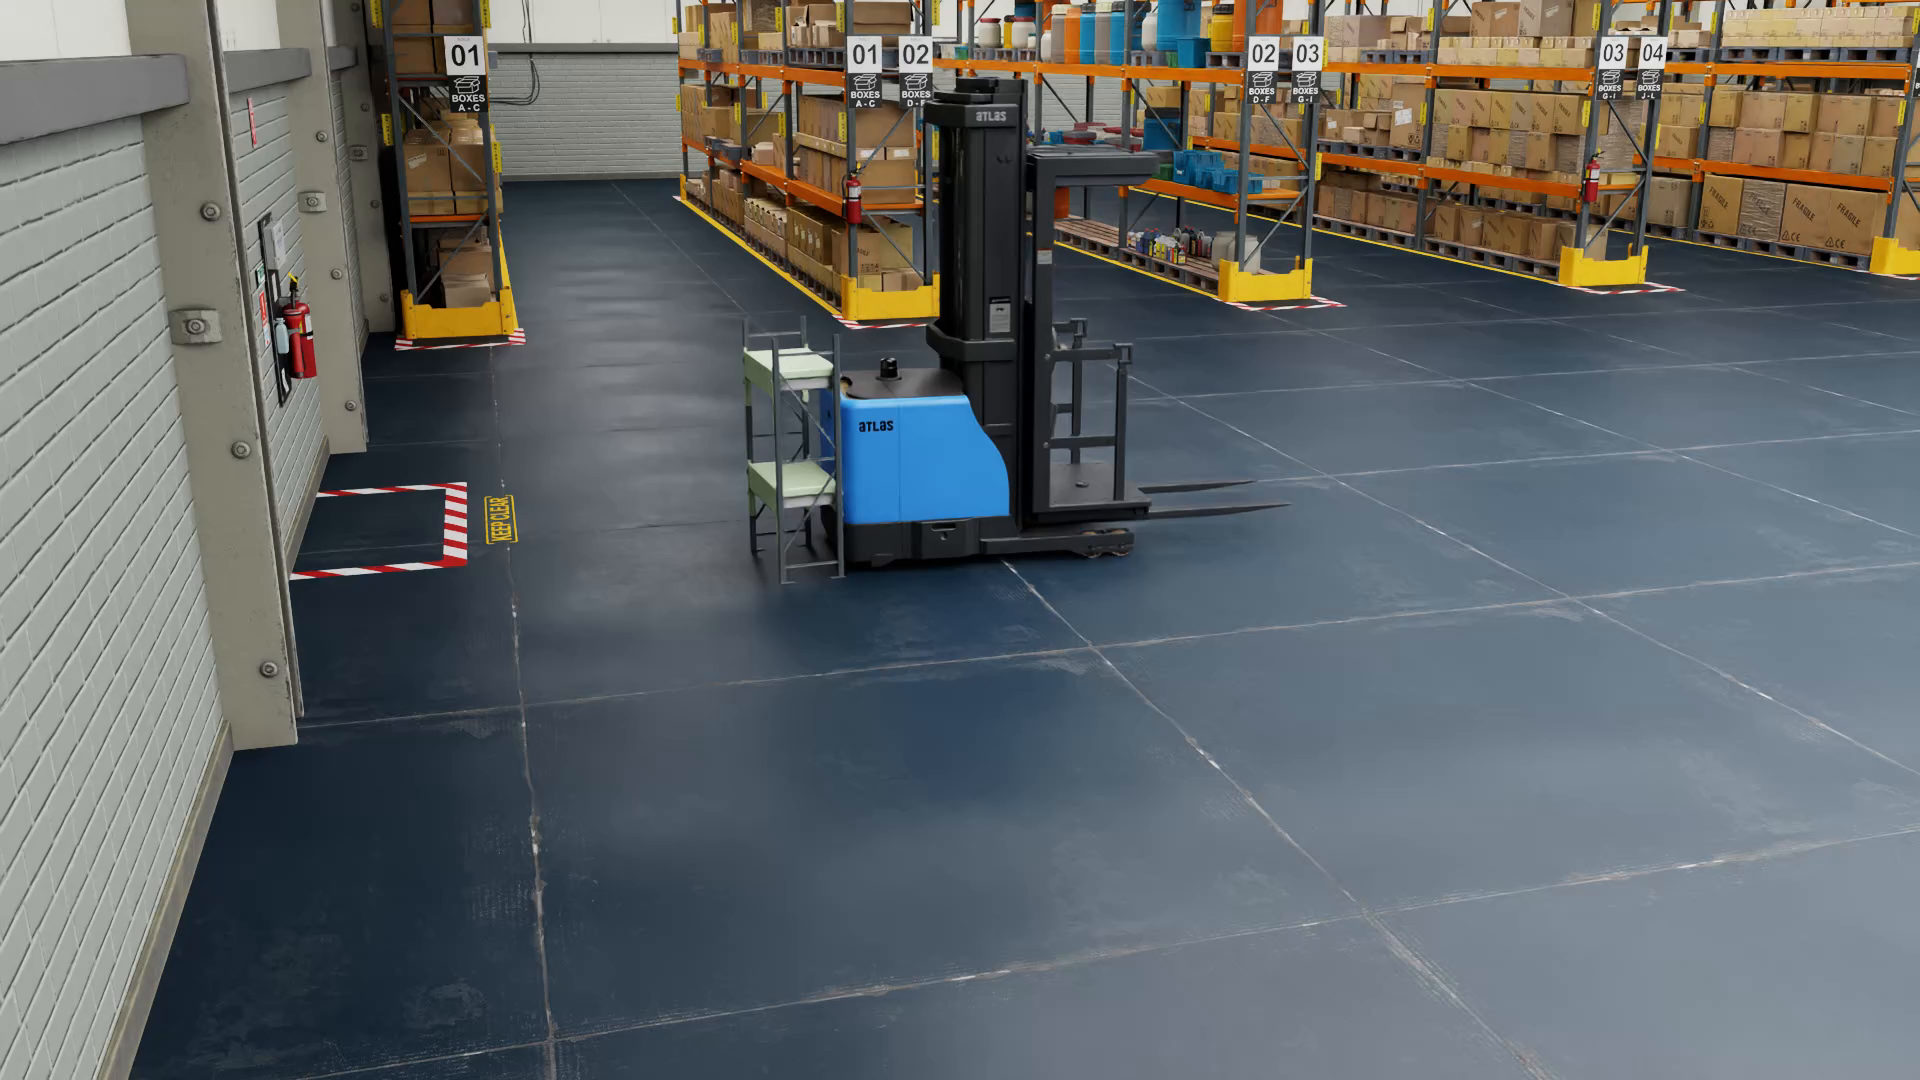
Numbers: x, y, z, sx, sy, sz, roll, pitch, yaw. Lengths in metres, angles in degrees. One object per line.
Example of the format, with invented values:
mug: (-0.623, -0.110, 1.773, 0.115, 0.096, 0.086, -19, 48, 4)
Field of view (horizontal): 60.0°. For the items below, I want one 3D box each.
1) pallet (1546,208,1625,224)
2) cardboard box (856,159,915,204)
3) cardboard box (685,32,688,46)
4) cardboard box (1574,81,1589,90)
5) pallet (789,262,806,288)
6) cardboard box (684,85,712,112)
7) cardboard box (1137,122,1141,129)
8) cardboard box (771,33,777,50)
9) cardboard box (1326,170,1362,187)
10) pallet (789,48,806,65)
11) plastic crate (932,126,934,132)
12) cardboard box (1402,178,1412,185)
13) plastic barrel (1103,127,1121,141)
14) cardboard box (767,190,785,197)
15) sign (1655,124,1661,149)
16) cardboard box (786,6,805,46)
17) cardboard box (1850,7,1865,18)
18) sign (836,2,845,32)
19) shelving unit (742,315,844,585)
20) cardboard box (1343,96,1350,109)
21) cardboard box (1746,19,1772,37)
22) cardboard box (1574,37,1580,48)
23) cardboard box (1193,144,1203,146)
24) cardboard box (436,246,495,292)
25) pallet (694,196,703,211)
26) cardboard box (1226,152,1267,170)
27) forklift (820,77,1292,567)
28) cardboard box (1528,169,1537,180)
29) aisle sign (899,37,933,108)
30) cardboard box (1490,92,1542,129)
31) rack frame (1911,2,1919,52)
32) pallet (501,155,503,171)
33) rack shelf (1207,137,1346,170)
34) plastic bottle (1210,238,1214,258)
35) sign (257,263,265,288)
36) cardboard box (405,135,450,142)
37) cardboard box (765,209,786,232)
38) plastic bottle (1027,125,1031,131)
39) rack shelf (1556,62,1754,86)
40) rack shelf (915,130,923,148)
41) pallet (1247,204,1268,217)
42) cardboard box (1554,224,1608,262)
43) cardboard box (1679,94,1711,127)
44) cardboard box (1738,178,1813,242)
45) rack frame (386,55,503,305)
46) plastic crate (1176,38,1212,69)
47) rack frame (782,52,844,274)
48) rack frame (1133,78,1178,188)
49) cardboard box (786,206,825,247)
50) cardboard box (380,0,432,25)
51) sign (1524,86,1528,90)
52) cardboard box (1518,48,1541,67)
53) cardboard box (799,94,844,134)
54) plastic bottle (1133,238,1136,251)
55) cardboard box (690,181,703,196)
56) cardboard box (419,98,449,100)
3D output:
pallet: (11.451, -5.912, 30.266, 1.003, 0.211, 1.213, -5, 17, -15)
cardboard box: (-0.933, -4.290, 19.846, 0.700, 0.500, 0.500, -5, 17, -15)
cardboard box: (-5.049, -9.703, 32.217, 0.500, 0.250, 0.500, -5, 17, -15)
cardboard box: (14.134, -10.053, 37.293, 0.500, 0.500, 0.500, -5, 17, -15)
pallet: (-1.738, -3.660, 22.769, 1.003, 0.211, 1.213, -5, 17, -15)
cardboard box: (-5.195, -8.777, 33.045, 0.500, 0.500, 0.500, -5, 17, -15)
cardboard box: (4.092, -9.075, 36.387, 0.380, 0.149, 0.250, -4, 17, -15)
cardboard box: (-2.529, -7.467, 24.913, 0.500, 0.250, 0.500, -5, 17, -16)
cardboard box: (6.723, -6.297, 28.978, 0.500, 0.250, 0.500, -4, 17, -13)
pallet: (-1.657, -6.379, 21.914, 1.003, 0.211, 1.213, -5, 17, -15)
plastic crate: (-0.504, -8.454, 34.235, 0.250, 0.136, 0.298, -5, 17, -15)
cardboard box: (9.647, -7.642, 35.403, 0.380, 0.149, 0.250, -5, 18, -17)
plastic barrel: (2.474, -6.279, 26.404, 0.433, 0.535, 0.433, 0, 17, 0)
cardboard box: (-3.015, -5.631, 28.066, 0.500, 0.500, 0.500, -5, 18, -17)
sign: (9.230, -5.352, 22.050, 0.100, 0.325, 0.005, -5, 17, -15)
cardboard box: (-2.032, -6.811, 22.051, 0.500, 0.500, 0.500, -3, 17, -11)
cardboard box: (12.876, -7.484, 23.584, 0.380, 0.149, 0.250, -4, 17, -14)
sign: (-1.343, -5.896, 18.750, 0.100, 0.325, 0.005, -5, 17, -15)
shelving unit: (-1.029, -0.568, 10.236, 0.431, 1.500, 0.755, -6, 18, -20)
cardboard box: (8.966, -9.728, 37.434, 0.500, 0.500, 0.500, -4, 17, -13)
cardboard box: (12.411, -7.824, 25.411, 0.500, 0.250, 0.500, -5, 17, -16)
cardboard box: (8.374, -6.583, 22.008, 0.380, 0.149, 0.250, -5, 18, -17)
cardboard box: (5.059, -7.835, 34.784, 0.875, 0.875, 0.875, -5, 17, -15)
cardboard box: (-5.993, -3.296, 20.291, 0.700, 0.500, 0.500, -6, 18, -19)
pallet: (-4.642, -6.624, 32.637, 1.003, 0.211, 1.213, -5, 17, -15)
cardboard box: (5.852, -6.975, 31.920, 1.225, 0.875, 0.875, -5, 18, -17)
forklift: (0.642, -1.433, 10.629, 3.031, 2.935, 1.130, -4, 17, -12)
cardboard box: (8.163, -5.114, 23.198, 0.380, 0.149, 0.250, -5, 17, -15)
aisle sign: (-0.505, -5.363, 19.074, 0.394, 0.787, 0.004, -5, 17, -15)
cardboard box: (7.912, -6.111, 23.654, 0.500, 0.500, 0.500, -5, 17, -15)
rack frame: (13.505, -8.132, 22.381, 1.000, 3.000, 0.127, -5, 17, -15)
pallet: (-7.480, -5.652, 24.886, 1.213, 0.211, 1.003, -5, 17, -15)
rack shelf: (5.960, -7.316, 31.343, 1.077, 0.370, 4.000, -5, 17, -15)
plastic bottle: (3.570, -4.111, 23.403, 0.097, 0.271, 0.097, 0, 17, 0)
sign: (-4.252, -1.610, 10.115, 0.001, 0.109, 0.331, -5, 17, -15)
cardboard box: (-6.327, -4.552, 19.814, 0.500, 0.500, 0.500, -4, 17, -14)
cardboard box: (-2.587, -4.742, 24.600, 0.500, 0.311, 0.500, -5, 17, -15)
plastic bottle: (1.267, -7.519, 30.855, 0.144, 0.351, 0.185, -5, 17, -15)
rack shelf: (11.856, -8.010, 28.441, 1.077, 0.370, 4.000, -5, 17, -15)
rack shelf: (0.099, -8.031, 33.723, 1.077, 0.370, 4.000, -5, 17, -15)
pallet: (6.034, -6.333, 31.667, 1.003, 0.211, 1.213, -5, 17, -15)
cardboard box: (8.553, -4.072, 22.910, 0.500, 0.500, 0.500, -1, 17, -5)
cardboard box: (12.264, -7.028, 27.225, 0.700, 0.500, 0.500, -5, 17, -16)
cardboard box: (12.763, -5.120, 25.746, 0.875, 0.875, 0.875, -5, 17, -15)
rack frame: (-5.579, -3.719, 18.120, 1.000, 3.000, 0.127, -5, 17, -15)
plastic crate: (3.133, -6.435, 21.975, 0.392, 0.384, 0.575, -5, 17, -15)
rack frame: (-1.917, -5.219, 23.111, 1.000, 3.000, 0.127, -5, 17, -15)
rack frame: (4.312, -9.320, 36.765, 1.000, 3.000, 0.127, -5, 17, -15)
cardboard box: (-2.090, -4.309, 22.829, 0.500, 0.500, 0.500, -5, 17, -15)
cardboard box: (-5.949, -5.791, 17.856, 0.500, 0.500, 0.500, -4, 17, -13)
sign: (13.305, -10.514, 39.097, 0.100, 0.325, 0.005, -5, 17, -15)
cardboard box: (8.059, -6.653, 22.932, 0.500, 0.250, 0.500, -4, 17, -14)
cardboard box: (-1.789, -5.765, 22.503, 0.700, 0.500, 0.500, -5, 17, -15)
plastic bottle: (2.569, -4.301, 24.154, 0.097, 0.201, 0.097, 0, 17, 0)
cardboard box: (-5.063, -6.982, 32.997, 0.500, 0.250, 0.500, -5, 17, -15)
cardboard box: (-8.851, -7.306, 28.030, 0.500, 0.250, 0.500, -4, 17, -15)
